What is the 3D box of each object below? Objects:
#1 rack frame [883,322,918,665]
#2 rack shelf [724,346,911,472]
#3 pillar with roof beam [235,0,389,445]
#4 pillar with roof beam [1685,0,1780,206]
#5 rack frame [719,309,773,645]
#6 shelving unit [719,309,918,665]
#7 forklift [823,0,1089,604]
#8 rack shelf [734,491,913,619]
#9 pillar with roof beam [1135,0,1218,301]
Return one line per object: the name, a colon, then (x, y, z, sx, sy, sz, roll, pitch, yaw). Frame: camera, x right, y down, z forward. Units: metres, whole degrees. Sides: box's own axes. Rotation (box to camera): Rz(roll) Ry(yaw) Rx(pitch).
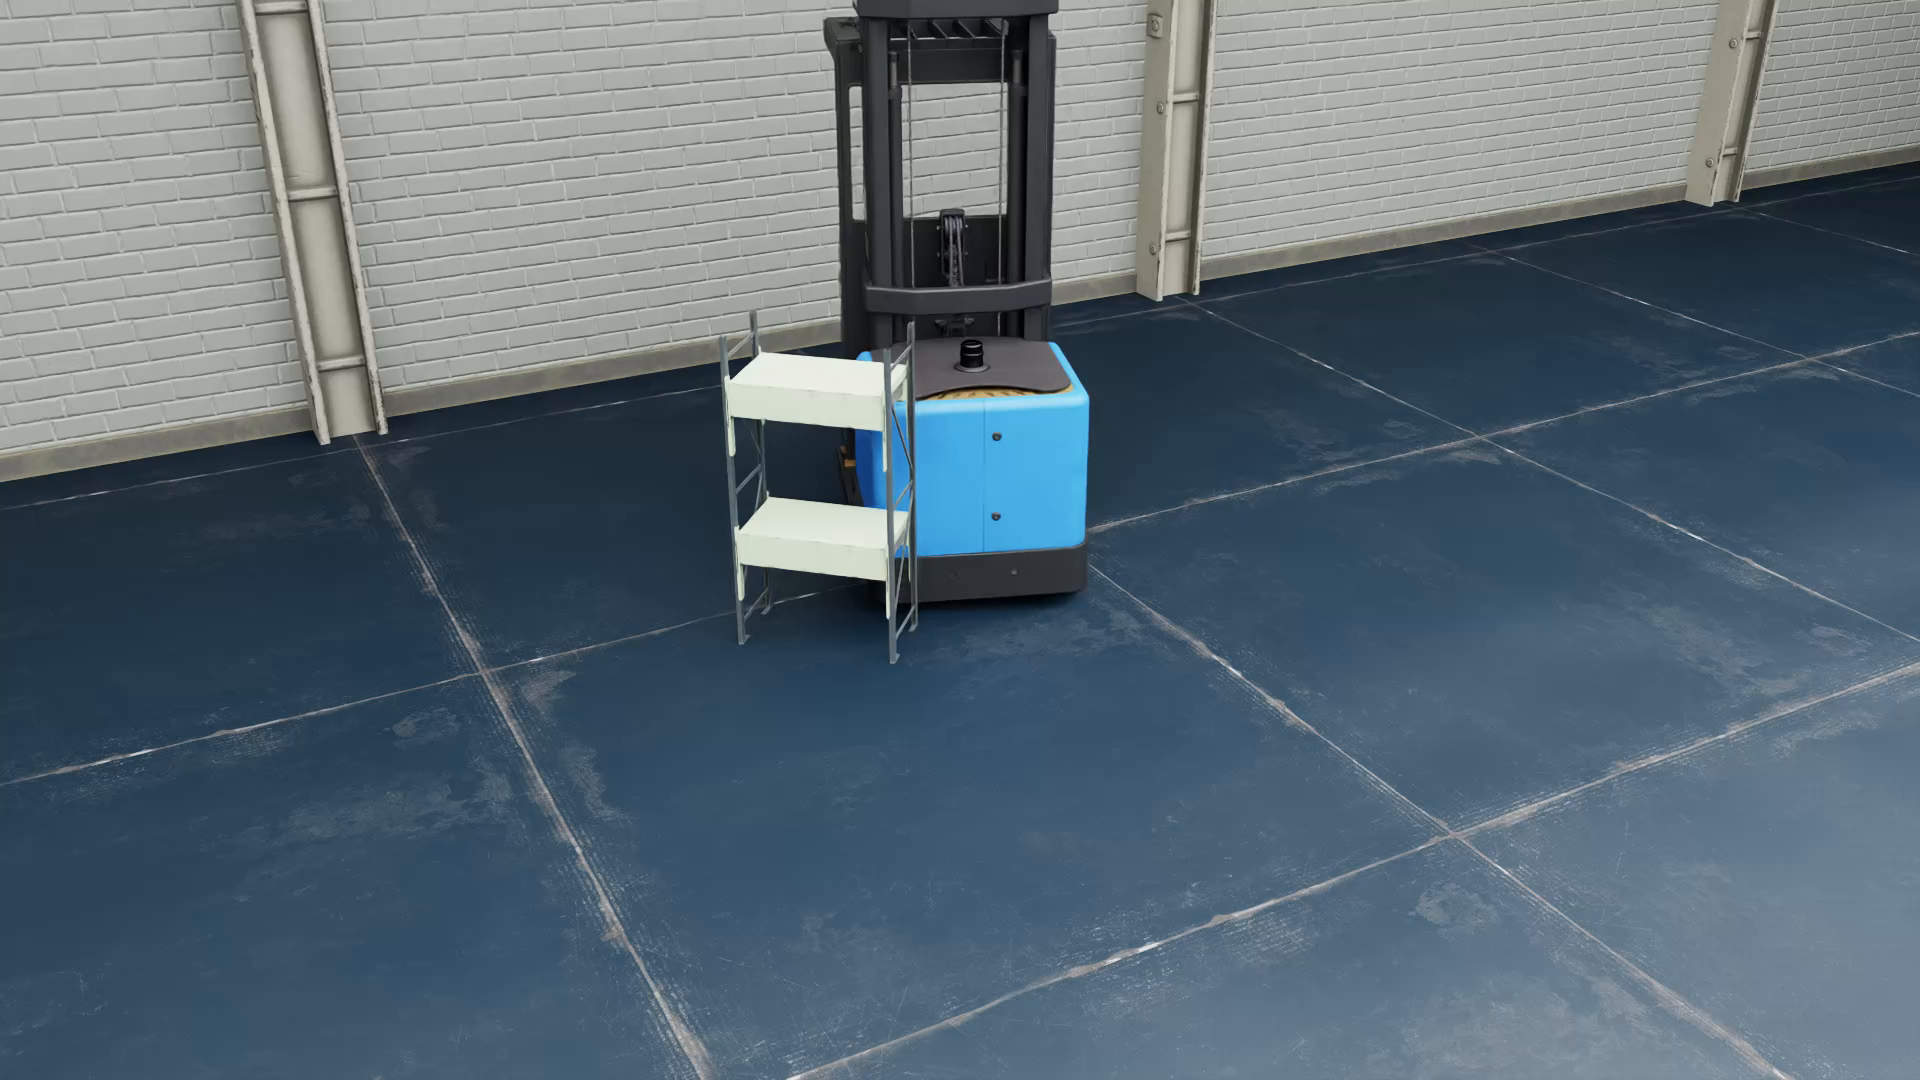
rack frame: (-0.260, -0.192, 7.417, 0.023, 1.500, 0.400, 6, 26, 13)
rack shelf: (-0.614, -0.583, 7.331, 0.720, 0.370, 0.431, 6, 26, 13)
pillar with roof beam: (-1.692, -3.080, 4.769, 0.400, 9.000, 9.100, -13, 29, -25)
pillar with roof beam: (8.896, -5.524, 9.859, 0.400, 9.000, 9.100, -13, 29, -25)
rack frame: (-0.969, -0.271, 7.581, 0.023, 1.500, 0.400, 6, 26, 13)
shelving unit: (-0.614, -0.232, 7.499, 0.755, 1.500, 0.431, 6, 26, 13)
forklift: (-0.110, -1.624, 8.747, 1.130, 2.935, 3.031, -4, 26, -8)
rack shelf: (-0.614, 0.062, 7.641, 0.720, 0.370, 0.431, 6, 26, 13)
pillar with roof beam: (3.602, -4.302, 7.314, 0.400, 9.000, 9.100, -13, 29, -25)
